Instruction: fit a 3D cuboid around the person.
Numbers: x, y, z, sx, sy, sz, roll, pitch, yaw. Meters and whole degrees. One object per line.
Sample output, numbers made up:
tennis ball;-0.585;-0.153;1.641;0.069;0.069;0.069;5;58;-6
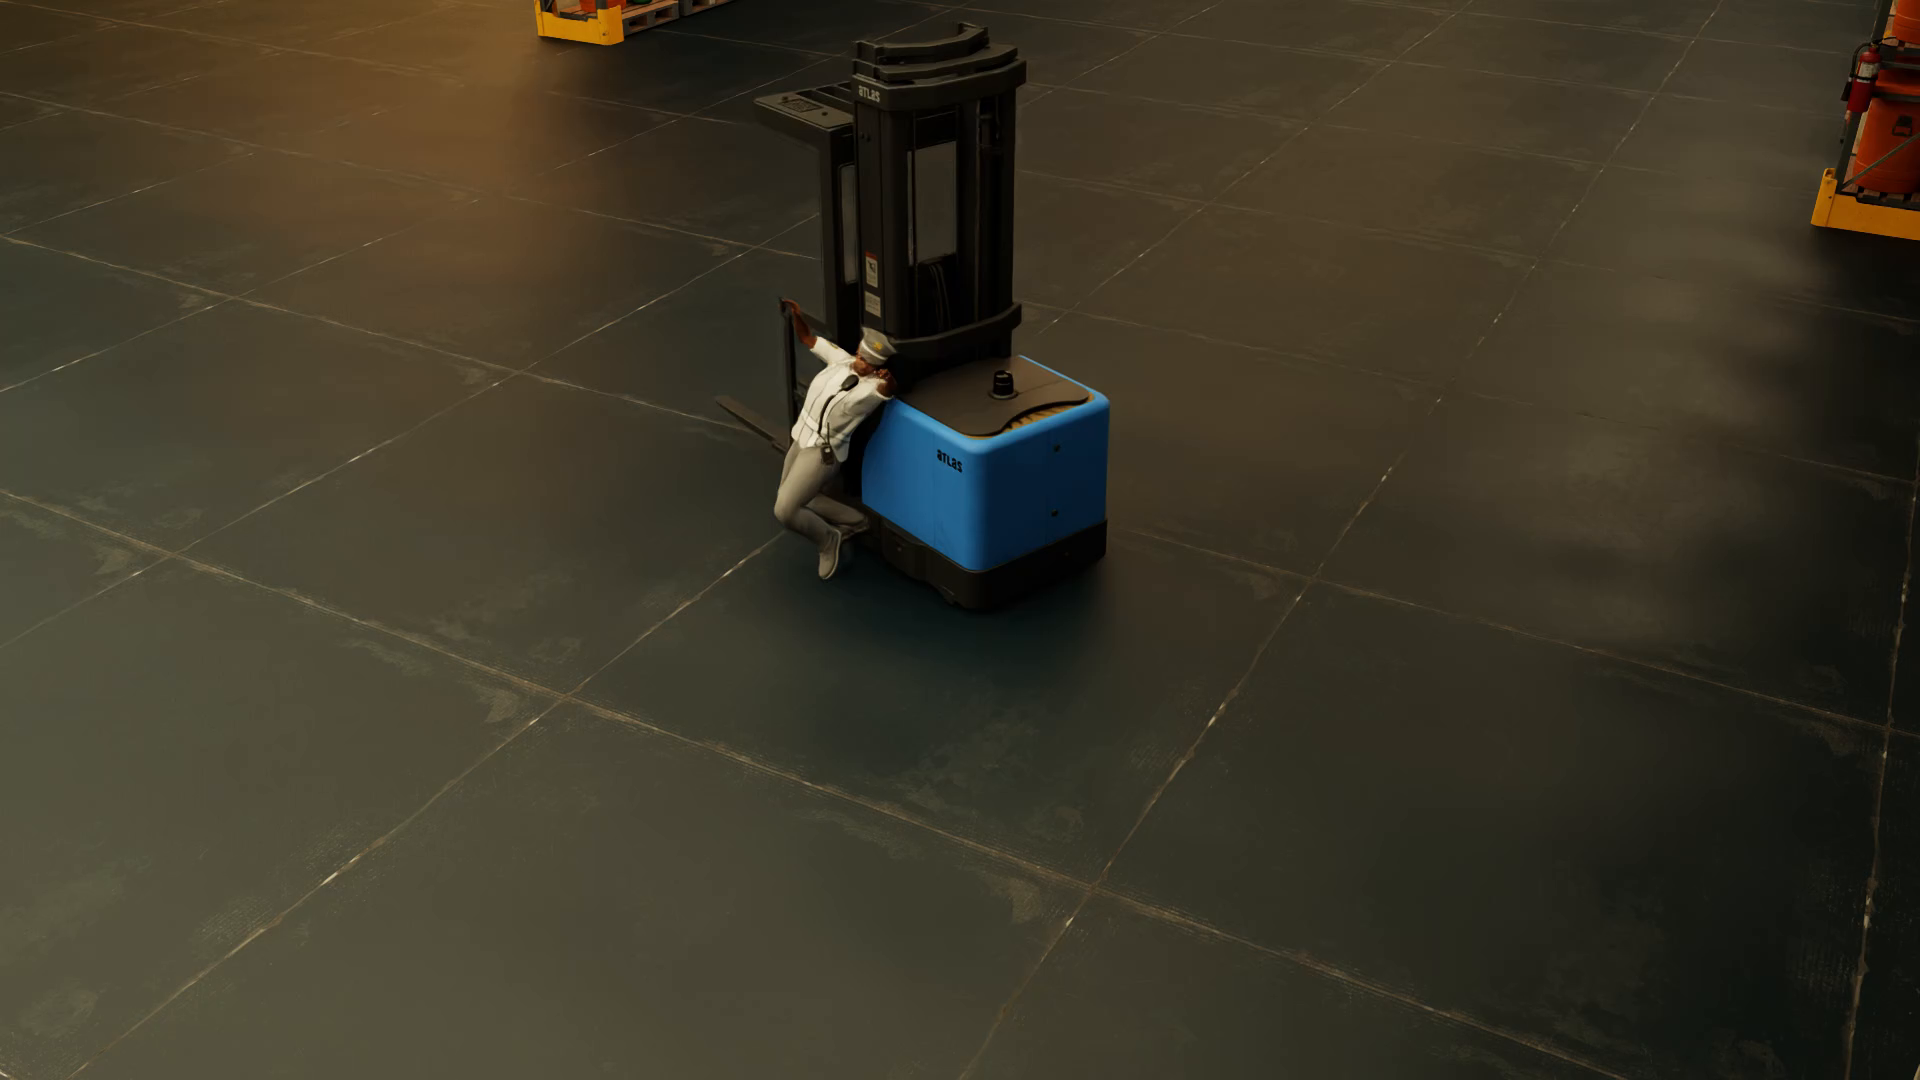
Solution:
person;-0.667;-0.515;9.184;0.820;1.592;0.977;-12;32;-19

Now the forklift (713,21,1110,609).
forklift;-0.461;-1.556;9.766;1.130;2.935;3.031;-22;37;-33
